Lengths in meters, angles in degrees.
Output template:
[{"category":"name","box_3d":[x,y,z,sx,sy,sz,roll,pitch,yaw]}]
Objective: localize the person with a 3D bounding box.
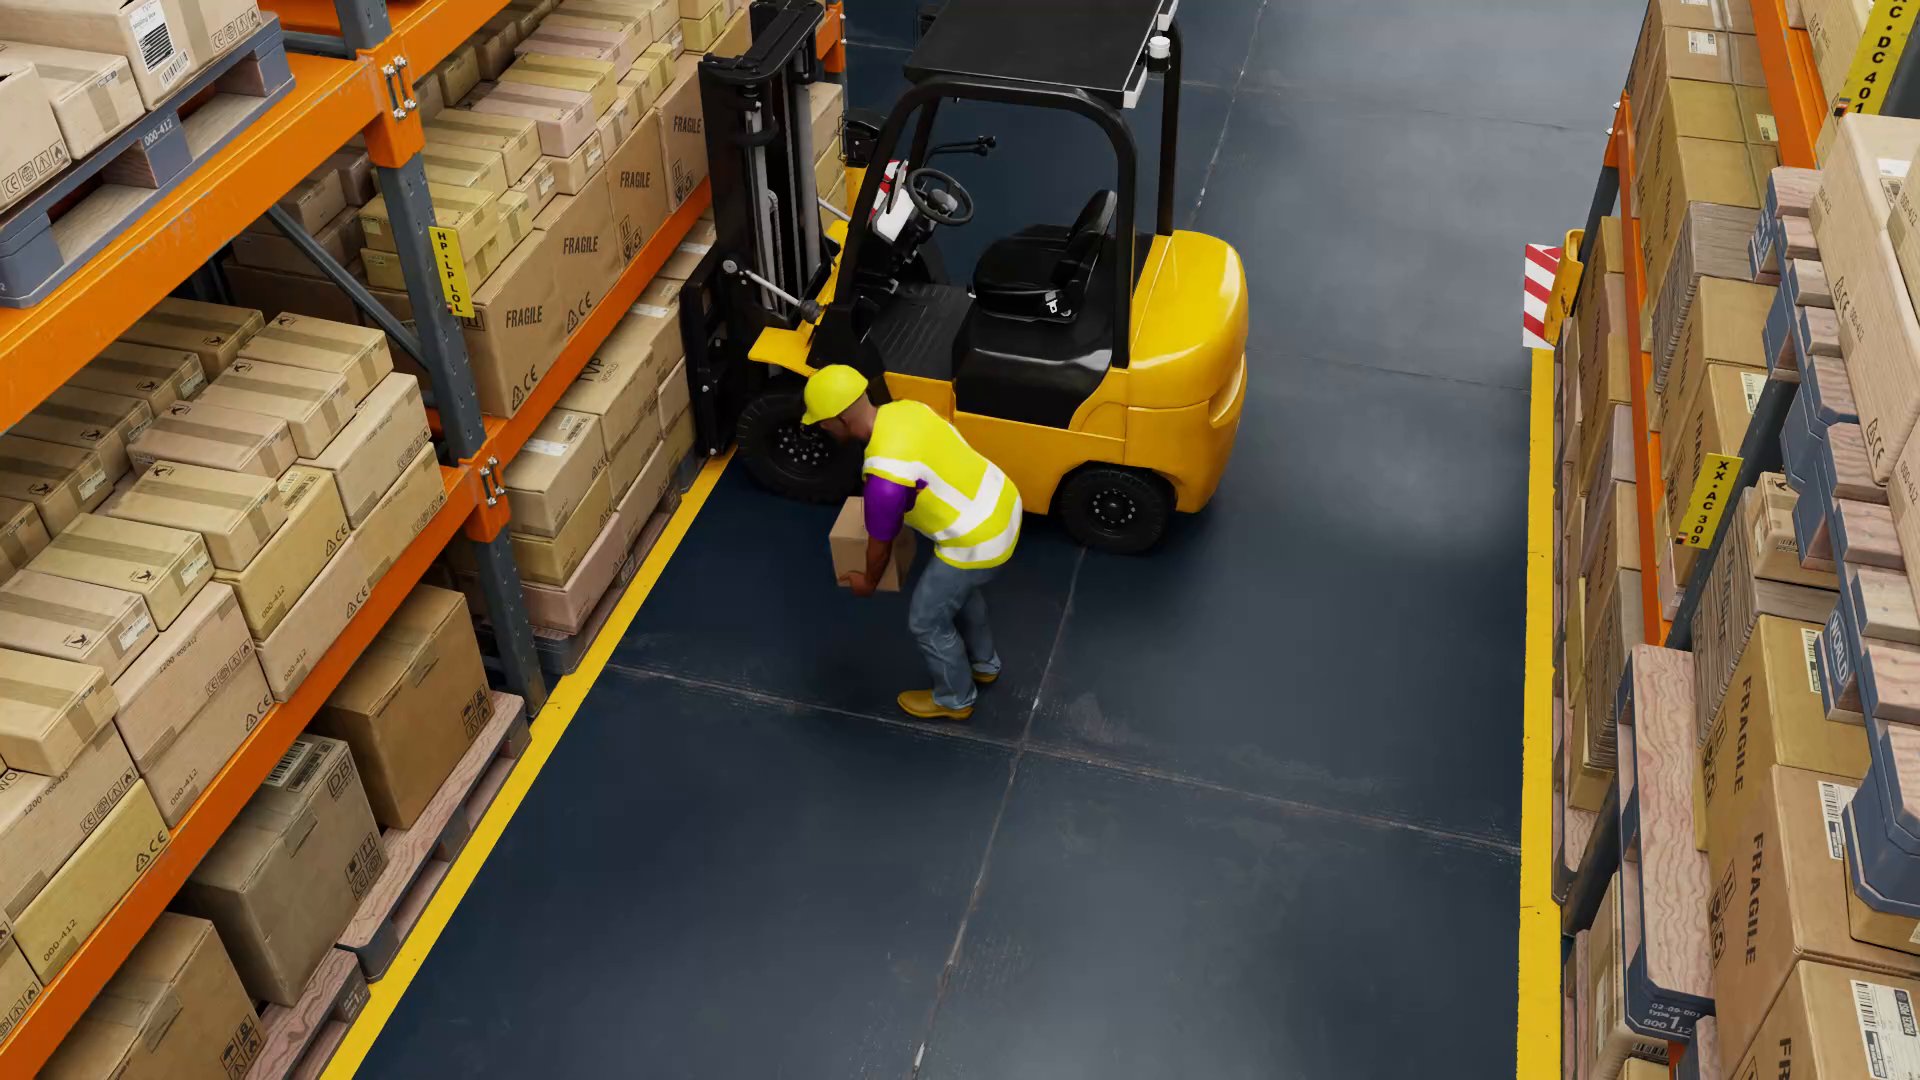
[{"category":"person","box_3d":[-0.175,0.021,6.282,0.800,1.545,0.487,9,42,10]}]
